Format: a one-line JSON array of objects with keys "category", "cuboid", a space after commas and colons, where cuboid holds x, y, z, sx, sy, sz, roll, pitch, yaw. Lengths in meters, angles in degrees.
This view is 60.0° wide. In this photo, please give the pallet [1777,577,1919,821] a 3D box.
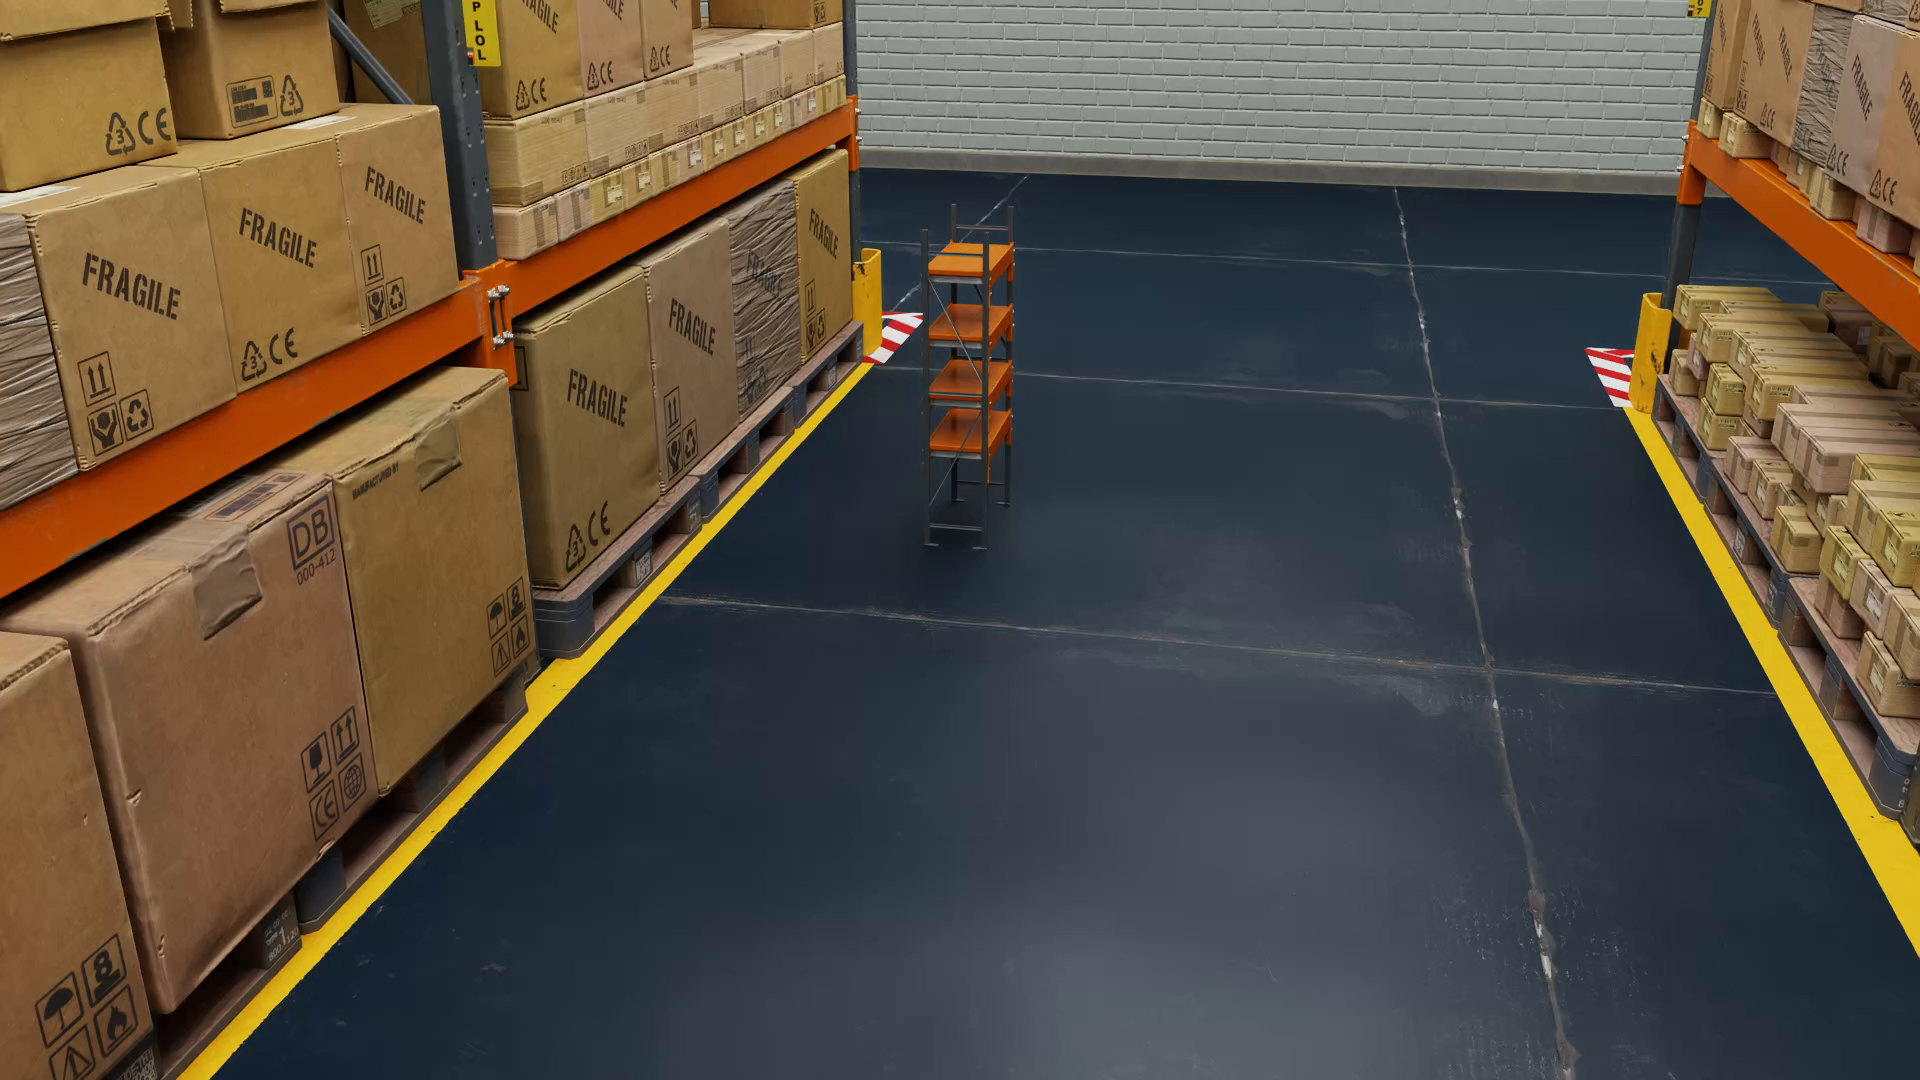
[{"category": "pallet", "cuboid": [3.100, 0.474, 4.893, 1.003, 0.211, 1.213, 4, 22, 11]}]

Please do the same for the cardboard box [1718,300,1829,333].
[{"category": "cardboard box", "cuboid": [3.436, -0.906, 7.047, 0.380, 0.149, 0.250, 5, 22, 12]}]

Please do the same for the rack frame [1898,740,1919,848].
[{"category": "rack frame", "cuboid": [2.998, -0.571, 3.756, 1.000, 3.000, 0.127, 4, 22, 11]}]

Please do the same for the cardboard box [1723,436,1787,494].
[{"category": "cardboard box", "cuboid": [3.123, -0.275, 6.276, 0.380, 0.149, 0.250, 3, 22, 8]}]

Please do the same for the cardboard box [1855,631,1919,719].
[{"category": "cardboard box", "cuboid": [2.745, 0.387, 4.631, 0.380, 0.149, 0.250, 5, 22, 12]}]

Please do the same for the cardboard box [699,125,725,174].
[{"category": "cardboard box", "cuboid": [-1.134, -1.522, 6.455, 0.380, 0.149, 0.250, 4, 22, 9]}]

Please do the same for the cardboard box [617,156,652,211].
[{"category": "cardboard box", "cuboid": [-1.292, -1.241, 5.756, 0.380, 0.149, 0.250, 4, 22, 9]}]

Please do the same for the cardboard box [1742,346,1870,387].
[{"category": "cardboard box", "cuboid": [3.224, -0.626, 6.351, 0.380, 0.149, 0.250, 5, 23, 13]}]

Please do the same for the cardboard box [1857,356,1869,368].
[{"category": "cardboard box", "cuboid": [3.882, -0.639, 6.781, 0.380, 0.149, 0.250, 4, 22, 9]}]

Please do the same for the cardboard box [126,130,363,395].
[{"category": "cardboard box", "cuboid": [-1.773, -0.660, 3.843, 0.500, 0.500, 0.500, 5, 23, 13]}]

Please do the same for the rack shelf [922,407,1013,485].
[{"category": "rack shelf", "cuboid": [0.034, -0.371, 6.379, 0.258, 0.148, 0.480, 4, 22, 11]}]

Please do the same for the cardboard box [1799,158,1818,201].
[{"category": "cardboard box", "cuboid": [3.159, -1.249, 5.777, 0.380, 0.149, 0.250, 5, 23, 13]}]

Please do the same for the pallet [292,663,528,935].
[{"category": "pallet", "cuboid": [-1.921, 0.595, 4.592, 1.003, 0.211, 1.213, 4, 22, 11]}]

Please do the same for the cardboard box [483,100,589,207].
[{"category": "cardboard box", "cuboid": [-1.485, -1.206, 5.136, 0.500, 0.250, 0.500, 4, 22, 10]}]

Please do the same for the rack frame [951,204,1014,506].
[{"category": "rack frame", "cuboid": [0.084, -0.706, 6.501, 0.240, 1.200, 0.015, 4, 22, 11]}]

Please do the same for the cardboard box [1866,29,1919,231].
[{"category": "cardboard box", "cuboid": [2.927, -1.144, 4.646, 0.500, 0.500, 0.500, 4, 22, 9]}]

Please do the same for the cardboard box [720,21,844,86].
[{"category": "cardboard box", "cuboid": [-0.860, -2.320, 7.901, 0.500, 0.250, 0.500, 4, 22, 10]}]

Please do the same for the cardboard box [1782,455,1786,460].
[{"category": "cardboard box", "cuboid": [3.247, -0.388, 6.157, 0.380, 0.149, 0.250, 6, 23, 14]}]

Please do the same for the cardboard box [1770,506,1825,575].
[{"category": "cardboard box", "cuboid": [2.956, 0.009, 5.571, 0.380, 0.149, 0.250, 4, 22, 11]}]

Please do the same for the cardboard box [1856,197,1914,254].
[{"category": "cardboard box", "cuboid": [2.989, -0.966, 5.074, 0.380, 0.149, 0.250, 3, 22, 9]}]

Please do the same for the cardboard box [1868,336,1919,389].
[{"category": "cardboard box", "cuboid": [3.803, -0.687, 6.503, 0.380, 0.149, 0.250, 4, 22, 9]}]

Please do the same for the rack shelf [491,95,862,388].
[{"category": "rack shelf", "cuboid": [-1.429, -1.384, 6.737, 1.077, 0.370, 4.000, 4, 22, 11]}]

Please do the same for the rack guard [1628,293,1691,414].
[{"category": "rack guard", "cuboid": [3.799, -0.846, 7.786, 1.175, 0.500, 0.348, 4, 22, 11]}]

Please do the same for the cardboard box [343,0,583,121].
[{"category": "cardboard box", "cuboid": [-1.489, -1.558, 5.005, 0.500, 0.500, 0.500, 4, 22, 11]}]

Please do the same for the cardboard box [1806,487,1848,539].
[{"category": "cardboard box", "cuboid": [3.012, -0.099, 5.440, 0.380, 0.149, 0.250, 5, 22, 12]}]

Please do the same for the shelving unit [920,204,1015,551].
[{"category": "shelving unit", "cuboid": [0.034, -0.617, 6.280, 0.258, 1.200, 0.503, 4, 22, 11]}]

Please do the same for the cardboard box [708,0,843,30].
[{"category": "cardboard box", "cuboid": [-0.863, -2.667, 7.759, 0.500, 0.500, 0.500, 5, 22, 12]}]

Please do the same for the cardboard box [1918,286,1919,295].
[{"category": "cardboard box", "cuboid": [2.773, -0.679, 4.361, 0.380, 0.149, 0.250, 4, 22, 9]}]

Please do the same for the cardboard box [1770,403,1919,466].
[{"category": "cardboard box", "cuboid": [3.010, -0.352, 5.670, 0.380, 0.149, 0.250, 4, 22, 9]}]

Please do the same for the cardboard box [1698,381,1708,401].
[{"category": "cardboard box", "cuboid": [3.421, -0.637, 7.174, 0.380, 0.149, 0.250, 4, 22, 11]}]

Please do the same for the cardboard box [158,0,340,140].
[{"category": "cardboard box", "cuboid": [-1.959, -1.263, 3.999, 0.797, 0.503, 0.637, 4, 22, 10]}]

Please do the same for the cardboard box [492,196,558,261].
[{"category": "cardboard box", "cuboid": [-1.451, -0.952, 5.039, 0.380, 0.149, 0.250, 5, 22, 11]}]

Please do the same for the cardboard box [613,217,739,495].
[{"category": "cardboard box", "cuboid": [-1.440, -0.760, 6.506, 0.875, 0.875, 0.875, 4, 22, 11]}]

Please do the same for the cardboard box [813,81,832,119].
[{"category": "cardboard box", "cuboid": [-0.822, -2.082, 7.844, 0.380, 0.149, 0.250, 5, 22, 11]}]

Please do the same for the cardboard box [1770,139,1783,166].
[{"category": "cardboard box", "cuboid": [3.390, -1.528, 6.469, 0.380, 0.149, 0.250, 6, 23, 13]}]

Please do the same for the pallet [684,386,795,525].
[{"category": "pallet", "cuboid": [-1.358, -0.412, 7.094, 1.003, 0.211, 1.213, 4, 22, 11]}]

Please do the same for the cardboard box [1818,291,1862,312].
[{"category": "cardboard box", "cuboid": [3.954, -0.969, 7.203, 0.380, 0.149, 0.250, 5, 22, 12]}]

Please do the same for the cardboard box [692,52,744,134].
[{"category": "cardboard box", "cuboid": [-1.170, -1.757, 6.504, 0.500, 0.250, 0.500, 4, 22, 11]}]

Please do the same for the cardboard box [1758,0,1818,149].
[{"category": "cardboard box", "cuboid": [3.256, -1.699, 6.025, 0.500, 0.500, 0.500, 5, 22, 12]}]

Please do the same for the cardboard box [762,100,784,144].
[{"category": "cardboard box", "cuboid": [-0.978, -1.803, 7.152, 0.380, 0.149, 0.250, 4, 22, 10]}]

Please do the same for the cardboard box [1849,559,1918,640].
[{"category": "cardboard box", "cuboid": [2.794, 0.179, 4.749, 0.380, 0.149, 0.250, 3, 22, 8]}]

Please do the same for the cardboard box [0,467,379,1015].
[{"category": "cardboard box", "cuboid": [-2.129, 0.367, 3.708, 1.225, 0.875, 0.875, 4, 22, 9]}]

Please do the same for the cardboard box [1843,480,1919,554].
[{"category": "cardboard box", "cuboid": [2.873, -0.057, 4.938, 0.380, 0.149, 0.250, 4, 22, 10]}]

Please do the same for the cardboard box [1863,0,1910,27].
[{"category": "cardboard box", "cuboid": [3.048, -1.787, 4.905, 0.500, 0.500, 0.500, 5, 22, 12]}]

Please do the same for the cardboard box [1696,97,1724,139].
[{"category": "cardboard box", "cuboid": [3.427, -1.824, 7.203, 0.380, 0.149, 0.250, 4, 22, 10]}]
